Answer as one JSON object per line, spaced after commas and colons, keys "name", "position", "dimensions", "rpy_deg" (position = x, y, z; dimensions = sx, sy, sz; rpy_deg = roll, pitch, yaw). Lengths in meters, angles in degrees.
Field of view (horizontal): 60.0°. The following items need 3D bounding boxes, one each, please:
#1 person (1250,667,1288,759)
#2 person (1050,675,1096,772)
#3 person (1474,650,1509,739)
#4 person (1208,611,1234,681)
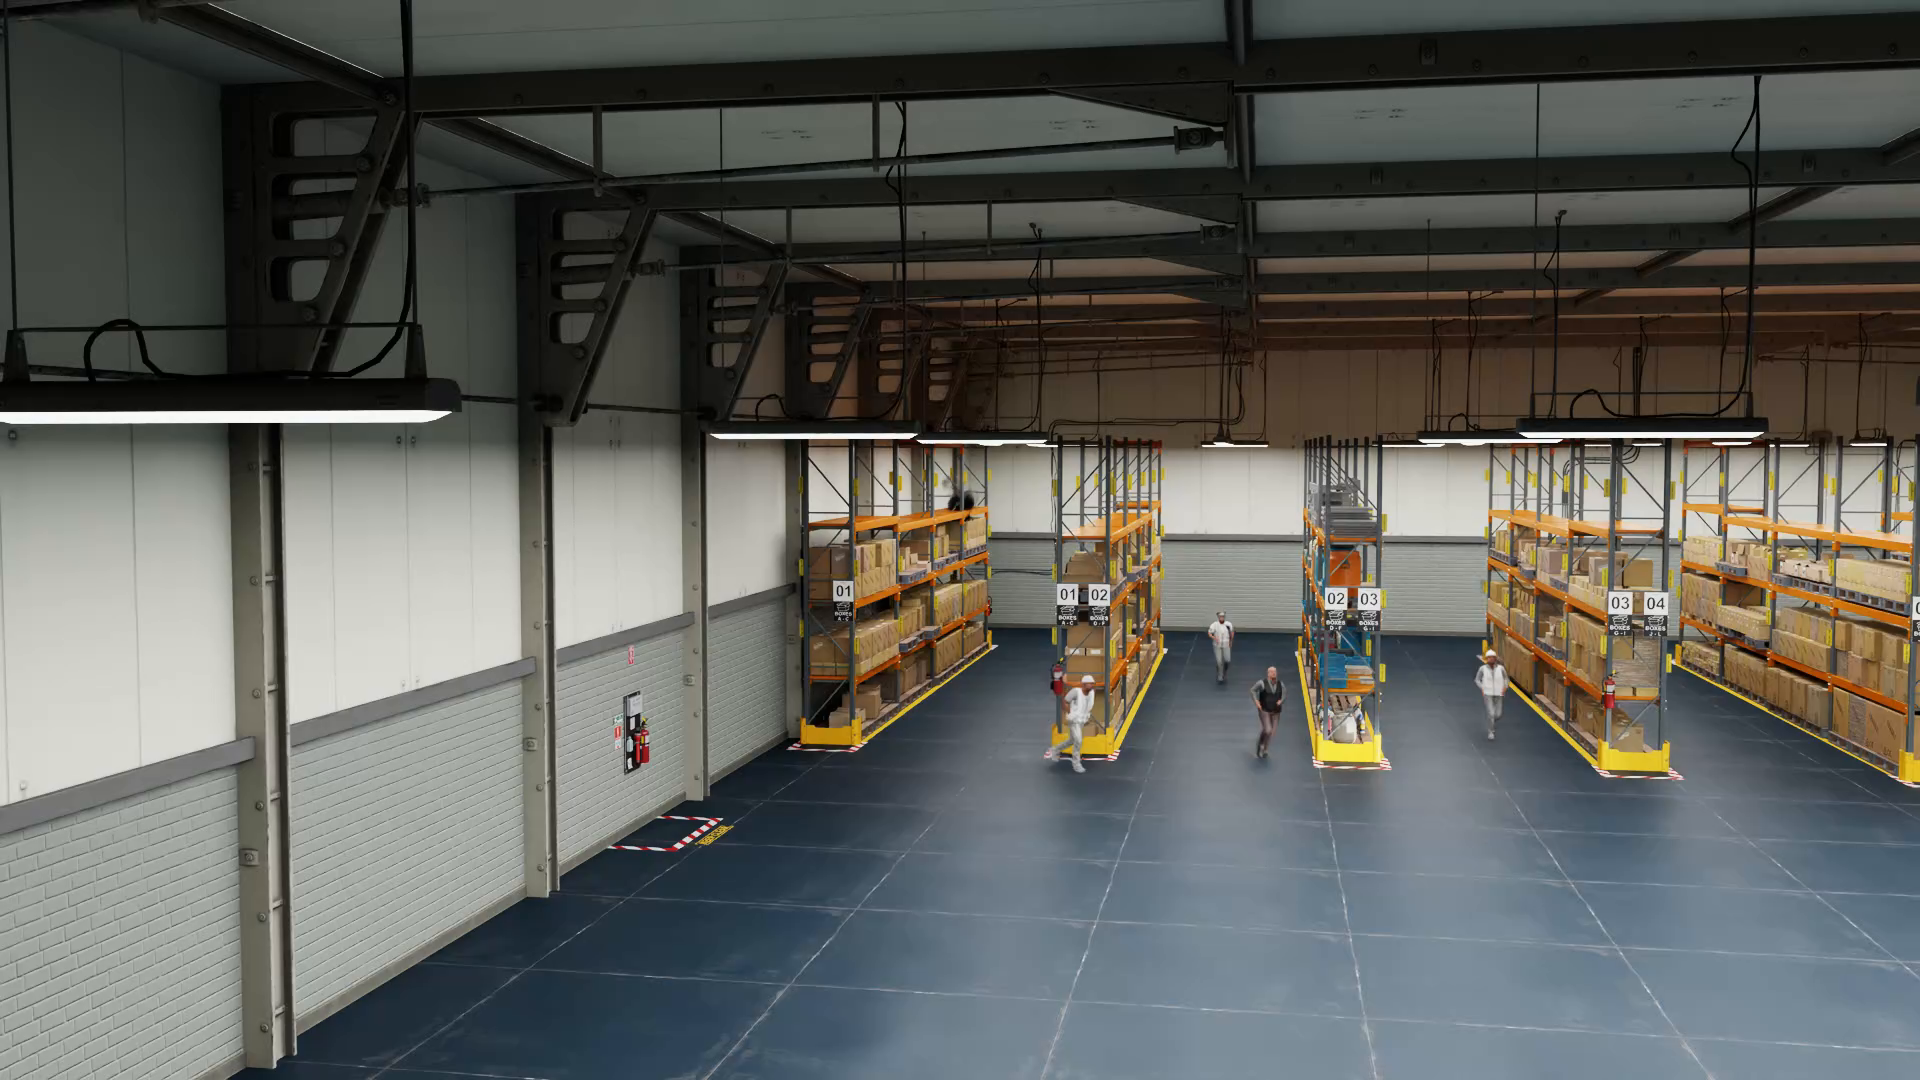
{"name": "person", "position": [5.762, 3.203, 30.851], "dimensions": [0.687, 1.703, 0.598], "rpy_deg": [-1, 3, -11]}
{"name": "person", "position": [2.037, 3.266, 29.980], "dimensions": [0.673, 1.730, 0.960], "rpy_deg": [-3, 4, -43]}
{"name": "person", "position": [10.609, 3.069, 33.177], "dimensions": [0.660, 1.746, 0.578], "rpy_deg": [0, 3, 8]}
{"name": "person", "position": [6.473, 2.625, 41.137], "dimensions": [0.657, 1.768, 0.650], "rpy_deg": [0, 3, 2]}
